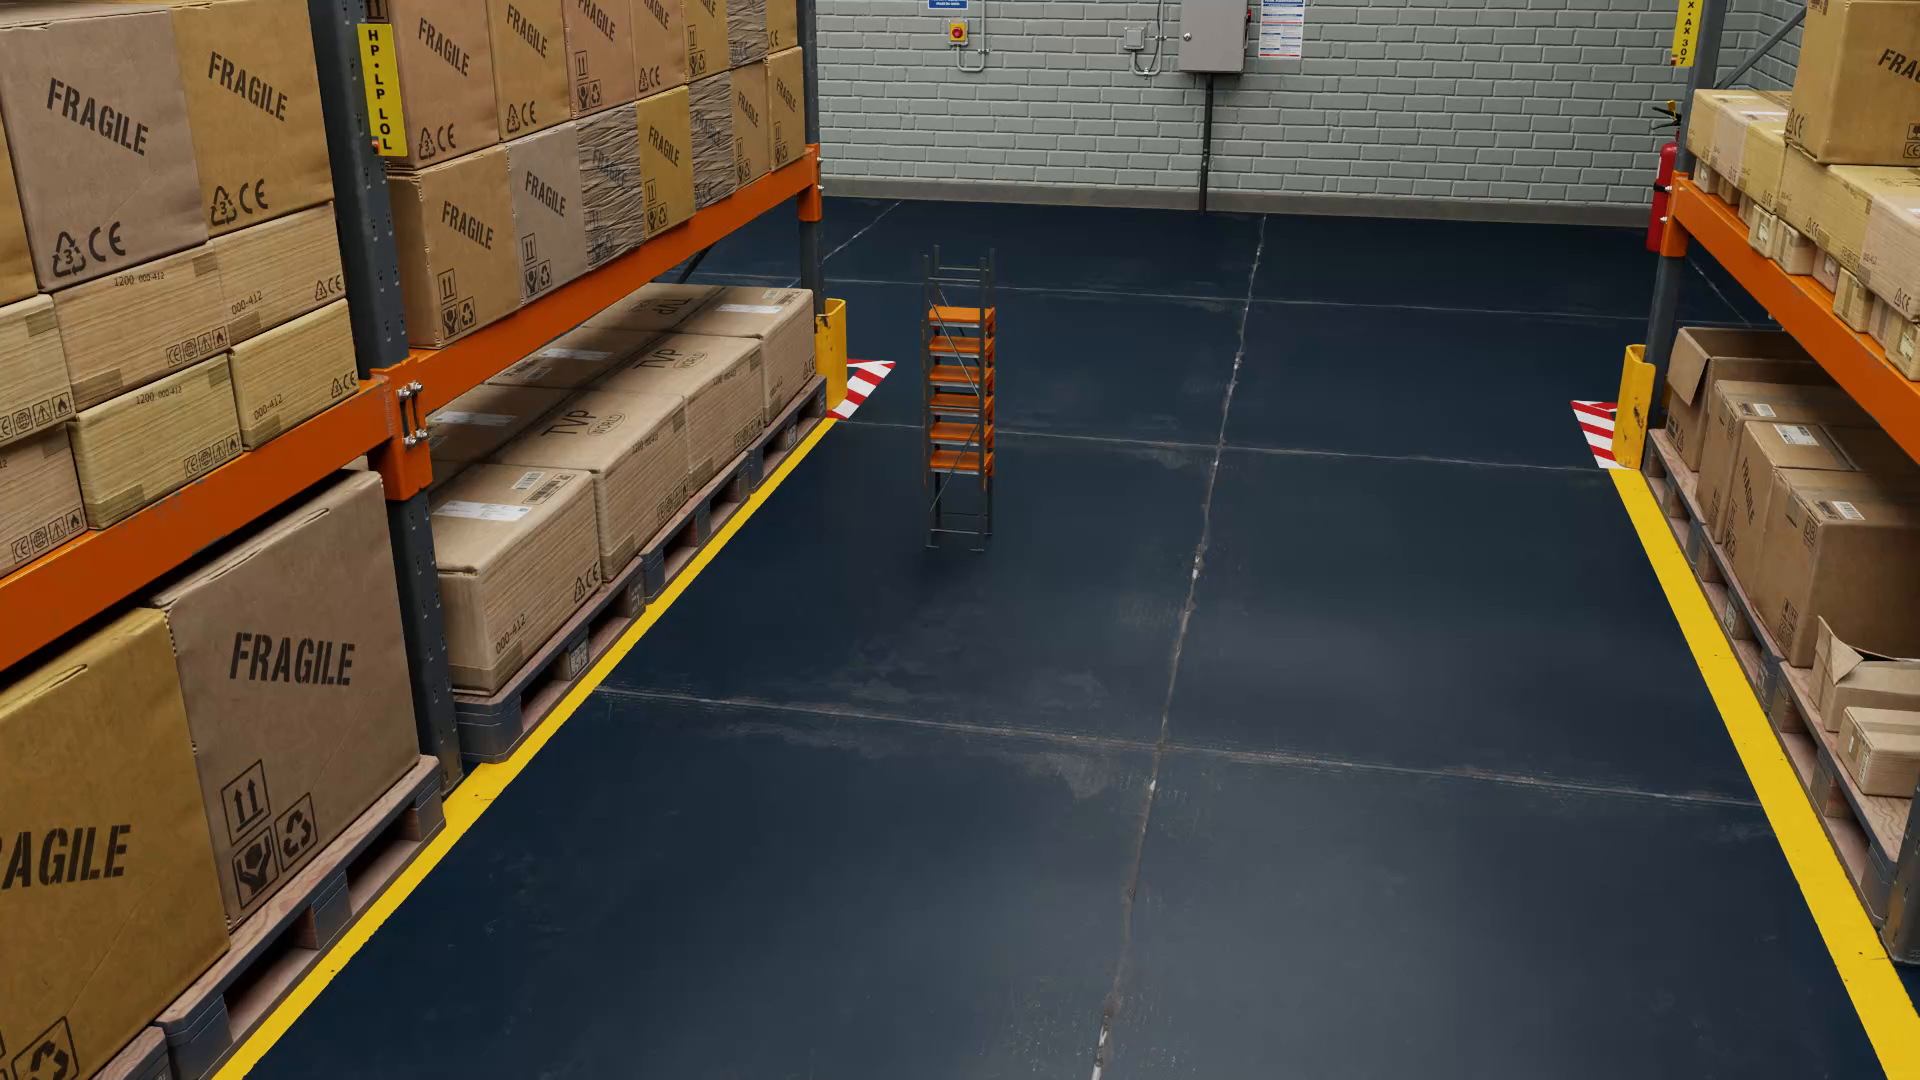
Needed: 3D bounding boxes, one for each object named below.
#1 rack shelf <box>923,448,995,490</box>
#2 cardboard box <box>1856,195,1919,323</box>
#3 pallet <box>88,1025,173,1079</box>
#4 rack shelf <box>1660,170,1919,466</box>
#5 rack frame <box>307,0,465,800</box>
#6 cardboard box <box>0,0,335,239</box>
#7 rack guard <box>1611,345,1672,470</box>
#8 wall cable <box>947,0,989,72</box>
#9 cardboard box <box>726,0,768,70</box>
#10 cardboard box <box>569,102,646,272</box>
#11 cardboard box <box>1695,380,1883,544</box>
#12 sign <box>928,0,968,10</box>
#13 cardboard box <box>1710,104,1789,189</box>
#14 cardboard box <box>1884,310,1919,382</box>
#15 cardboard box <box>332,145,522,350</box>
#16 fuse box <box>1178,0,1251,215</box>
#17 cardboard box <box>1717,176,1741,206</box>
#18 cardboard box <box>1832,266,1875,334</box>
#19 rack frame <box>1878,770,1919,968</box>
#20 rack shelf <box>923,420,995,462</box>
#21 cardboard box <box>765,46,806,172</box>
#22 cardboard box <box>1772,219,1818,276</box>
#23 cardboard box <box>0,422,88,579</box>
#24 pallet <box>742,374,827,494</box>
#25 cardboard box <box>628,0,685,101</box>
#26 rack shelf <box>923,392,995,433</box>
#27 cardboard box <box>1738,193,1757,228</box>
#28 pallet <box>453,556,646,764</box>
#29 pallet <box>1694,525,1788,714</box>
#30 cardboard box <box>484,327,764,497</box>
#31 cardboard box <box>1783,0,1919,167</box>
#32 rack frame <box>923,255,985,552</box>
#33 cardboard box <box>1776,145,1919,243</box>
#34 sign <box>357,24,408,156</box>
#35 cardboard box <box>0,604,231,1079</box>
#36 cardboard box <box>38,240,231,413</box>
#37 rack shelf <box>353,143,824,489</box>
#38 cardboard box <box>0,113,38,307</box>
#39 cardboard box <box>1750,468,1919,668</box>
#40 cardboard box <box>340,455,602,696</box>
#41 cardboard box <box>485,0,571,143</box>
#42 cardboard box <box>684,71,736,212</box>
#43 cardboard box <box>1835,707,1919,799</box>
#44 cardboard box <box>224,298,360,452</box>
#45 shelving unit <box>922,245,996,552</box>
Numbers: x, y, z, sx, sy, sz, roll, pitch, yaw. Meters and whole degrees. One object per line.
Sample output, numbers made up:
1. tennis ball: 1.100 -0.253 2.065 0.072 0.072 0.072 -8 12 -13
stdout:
1. rack shelf: -0.003 -0.287 6.723 0.258 0.103 0.180 4 22 11
2. cardboard box: 2.806 -0.762 4.533 0.500 0.250 0.500 5 22 11
3. pallet: -2.337 1.348 3.225 1.003 0.211 1.213 4 22 11
4. rack shelf: 3.261 -0.702 5.544 1.077 0.370 4.000 4 22 11
5. rack frame: -2.007 -0.681 4.530 1.000 3.000 0.127 4 22 11
6. cardboard box: -1.852 -1.009 3.871 0.500 0.500 0.500 5 23 13
7. rack guard: 3.654 -0.580 7.624 1.175 0.500 0.348 4 22 11
8. wall cable: -0.063 -4.694 13.092 0.585 1.953 0.123 4 22 11
9. cardboard box: -1.134 -2.267 6.994 0.500 0.500 0.500 5 22 11
10. cardboard box: -1.440 -1.244 5.795 0.500 0.500 0.500 5 22 11
11. cardboard box: 3.239 -0.276 6.308 0.700 0.500 0.500 5 23 13
12. sign: -0.098 -4.360 13.301 0.327 0.218 0.001 4 22 11
13. cardboard box: 3.210 -1.506 6.380 0.500 0.250 0.500 5 22 11
14. cardboard box: 2.732 -0.517 4.459 0.380 0.149 0.250 5 22 12
15. cardboard box: -1.655 -0.879 4.888 0.500 0.500 0.500 5 23 13
16. fuse box: 1.964 -3.397 12.998 0.539 1.711 0.414 4 22 11
17. cardboard box: 3.327 -1.455 6.787 0.380 0.149 0.250 5 22 12
18. cardboard box: 2.837 -0.707 4.930 0.380 0.149 0.250 4 22 10
19. rack frame: 2.853 -0.304 3.594 1.000 3.000 0.127 4 22 11
20. rack shelf: -0.003 -0.399 6.678 0.258 0.103 0.180 4 22 11
21. cardboard box: -1.030 -1.994 7.656 0.500 0.500 0.500 5 22 11
22. cardboard box: 2.988 -0.986 5.623 0.380 0.149 0.250 5 22 12
23. cardboard box: -2.078 -0.059 3.186 0.500 0.250 0.500 4 22 9
24. pallet: -1.277 -0.552 7.942 1.003 0.211 1.213 4 22 11
25. cardboard box: -1.342 -1.902 6.089 0.500 0.500 0.500 4 22 11
26. rack shelf: -0.003 -0.510 6.633 0.258 0.103 0.180 4 22 11
27. cardboard box: 3.196 -1.268 6.324 0.380 0.149 0.250 5 23 13
28. pallet: -1.775 0.340 5.727 1.003 0.211 1.213 4 22 11
29. pallet: 3.241 0.291 5.850 1.003 0.211 1.213 4 22 11
30. cardboard box: -1.406 -0.566 7.112 0.875 0.438 0.875 5 22 12
31. cardboard box: 3.007 -1.489 5.335 0.500 0.500 0.500 5 22 12
32. rack frame: -0.022 -0.518 6.533 0.240 1.200 0.006 4 22 11
33. cardboard box: 3.027 -1.131 5.450 0.500 0.250 0.500 4 22 10
34. sign: -1.474 -1.144 4.235 0.100 0.325 0.005 4 22 11
35. cardboard box: -2.232 0.673 3.449 0.875 0.875 0.875 5 22 12
36. cardboard box: -1.954 -0.480 3.563 0.500 0.250 0.500 5 22 12
37. rack shelf: -1.599 -1.079 6.481 1.077 0.370 4.000 4 22 11
38. cardboard box: -2.073 -0.635 2.943 0.500 0.500 0.500 5 23 13
39. cardboard box: 3.027 0.103 5.366 0.700 0.500 0.500 4 22 9
40. cardboard box: -1.774 0.091 5.480 0.875 0.438 0.875 4 22 10
41. cardboard box: -1.563 -1.531 5.169 0.500 0.500 0.500 4 22 10
42. cardboard box: -1.242 -1.623 6.734 0.500 0.500 0.500 5 22 12
43. cardboard box: 2.679 0.597 4.610 0.380 0.149 0.250 4 22 9
44. cardboard box: -1.852 -0.428 4.103 0.500 0.250 0.500 4 22 10
45. shelving unit: -0.003 -0.551 6.616 0.258 1.200 0.189 4 22 11
